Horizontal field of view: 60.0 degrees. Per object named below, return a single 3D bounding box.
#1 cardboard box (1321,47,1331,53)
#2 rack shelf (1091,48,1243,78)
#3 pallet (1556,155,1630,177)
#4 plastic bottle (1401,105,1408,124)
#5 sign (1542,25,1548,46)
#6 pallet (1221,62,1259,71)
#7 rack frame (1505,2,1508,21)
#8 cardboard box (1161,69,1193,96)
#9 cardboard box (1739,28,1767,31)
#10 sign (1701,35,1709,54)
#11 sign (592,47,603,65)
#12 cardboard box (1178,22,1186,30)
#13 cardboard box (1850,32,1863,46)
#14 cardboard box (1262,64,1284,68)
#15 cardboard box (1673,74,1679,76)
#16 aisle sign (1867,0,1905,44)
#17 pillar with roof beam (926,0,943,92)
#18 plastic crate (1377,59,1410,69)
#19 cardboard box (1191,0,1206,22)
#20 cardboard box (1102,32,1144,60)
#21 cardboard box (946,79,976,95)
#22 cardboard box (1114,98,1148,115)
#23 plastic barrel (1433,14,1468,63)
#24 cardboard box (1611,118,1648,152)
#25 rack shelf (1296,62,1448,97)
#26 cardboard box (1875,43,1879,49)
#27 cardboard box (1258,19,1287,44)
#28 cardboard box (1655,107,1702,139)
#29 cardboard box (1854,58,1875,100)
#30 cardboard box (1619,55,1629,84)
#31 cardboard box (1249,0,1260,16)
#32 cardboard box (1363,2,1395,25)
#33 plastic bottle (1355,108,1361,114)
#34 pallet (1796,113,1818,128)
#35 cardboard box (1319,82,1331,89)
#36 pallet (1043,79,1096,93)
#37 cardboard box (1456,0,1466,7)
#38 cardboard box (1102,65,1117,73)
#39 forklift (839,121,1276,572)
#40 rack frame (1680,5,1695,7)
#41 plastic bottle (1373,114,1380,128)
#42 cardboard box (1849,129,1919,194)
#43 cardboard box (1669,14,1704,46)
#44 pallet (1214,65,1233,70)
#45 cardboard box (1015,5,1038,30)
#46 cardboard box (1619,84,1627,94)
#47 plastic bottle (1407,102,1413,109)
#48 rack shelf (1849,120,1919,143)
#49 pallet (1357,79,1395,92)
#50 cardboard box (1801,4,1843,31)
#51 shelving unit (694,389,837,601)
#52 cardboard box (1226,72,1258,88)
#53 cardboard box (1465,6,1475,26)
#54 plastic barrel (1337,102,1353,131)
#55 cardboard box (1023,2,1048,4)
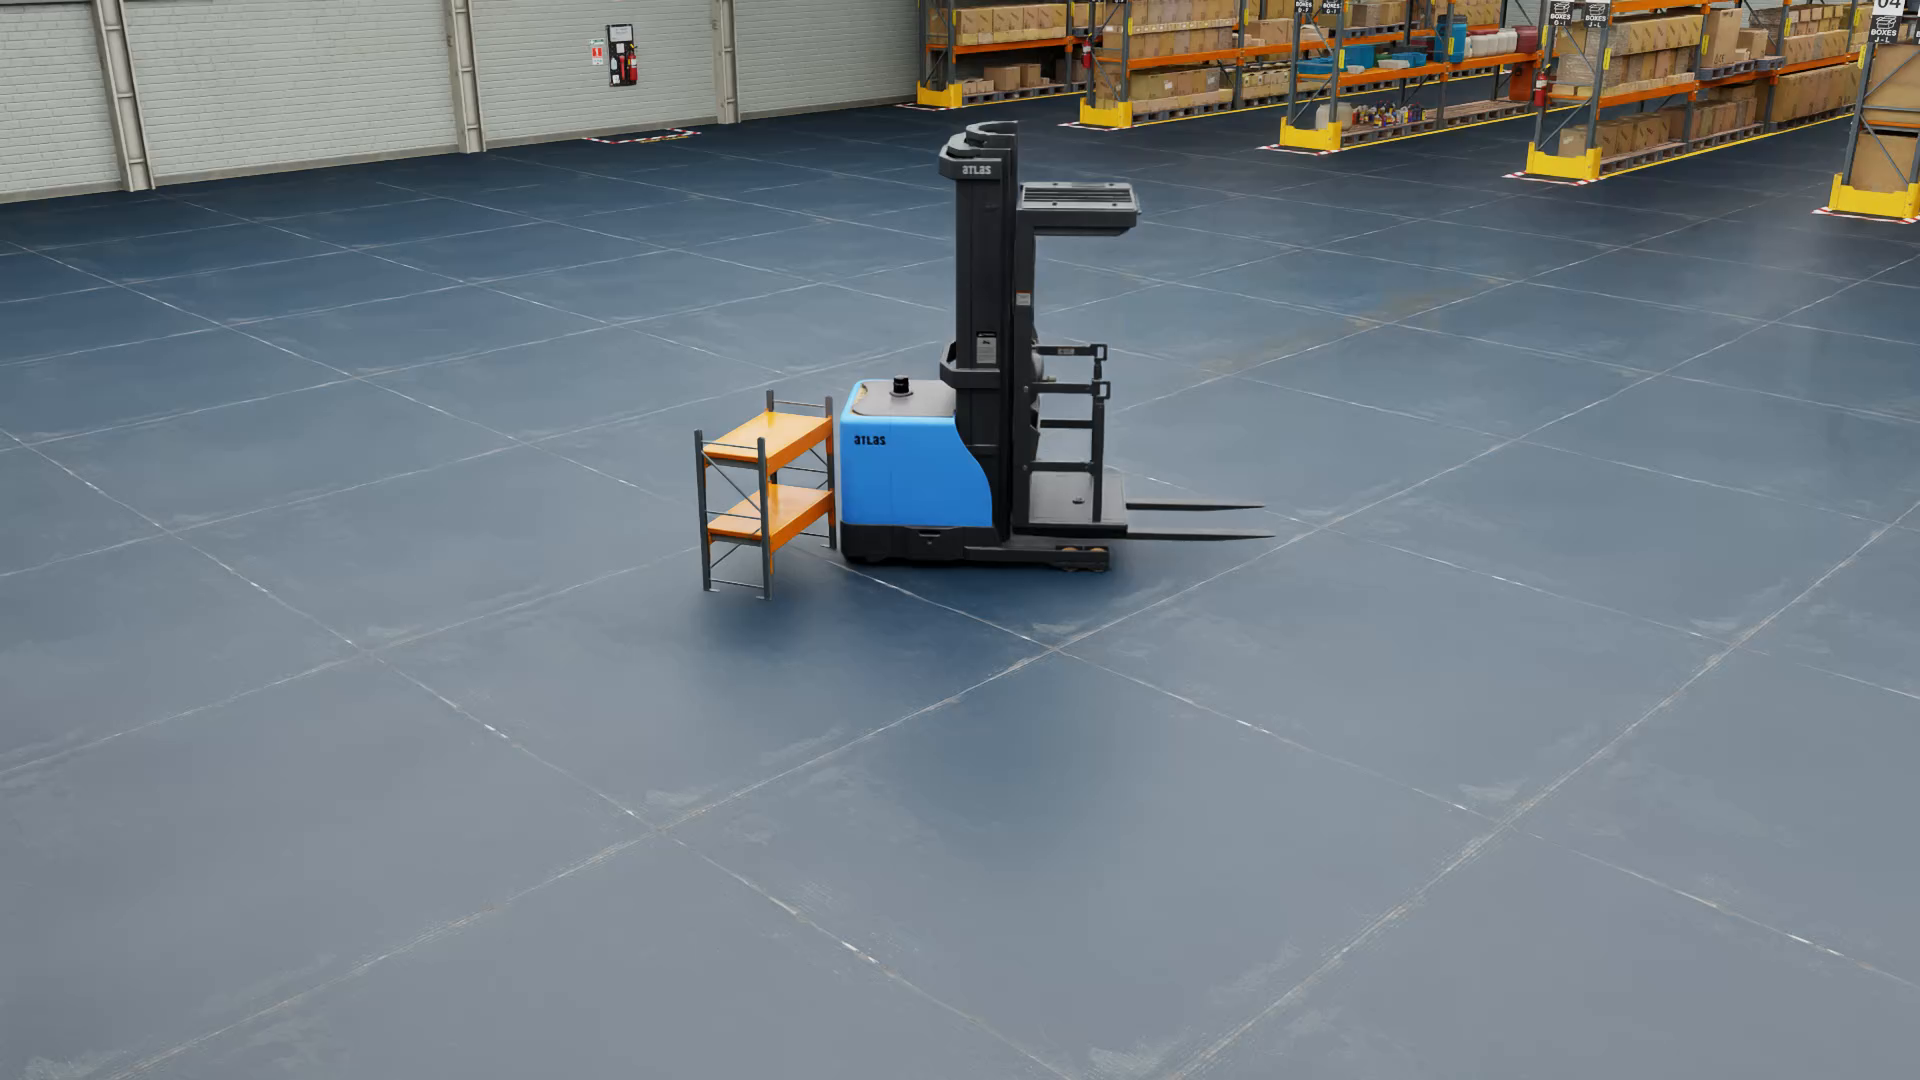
[{"bbox_3d":[10.226,-14.212,47.768,0.700,0.500,0.500,19,28,41],"label":"cardboard box"},{"bbox_3d":[4.428,-10.214,35.471,1.077,0.370,4.000,19,28,41],"label":"rack shelf"},{"bbox_3d":[10.773,-6.474,28.623,1.003,0.211,1.213,19,28,41],"label":"pallet"},{"bbox_3d":[8.767,-8.422,32.885,0.144,0.351,0.185,19,28,40],"label":"plastic bottle"},{"bbox_3d":[9.744,-8.388,27.662,0.100,0.325,0.005,19,28,41],"label":"sign"},{"bbox_3d":[7.368,-12.841,45.188,1.003,0.211,1.213,19,28,41],"label":"pallet"},{"bbox_3d":[14.194,-14.149,44.705,1.000,3.000,0.127,19,28,41],"label":"rack frame"},{"bbox_3d":[4.614,-9.766,35.503,0.500,0.500,0.500,19,28,41],"label":"cardboard box"},{"bbox_3d":[15.361,-9.706,32.421,0.500,0.500,0.500,15,26,34],"label":"cardboard box"},{"bbox_3d":[13.312,-8.854,29.723,0.100,0.325,0.005,19,28,41],"label":"sign"},{"bbox_3d":[-7.047,-9.404,32.309,0.001,0.329,0.234,19,28,41],"label":"sign"},{"bbox_3d":[4.534,-10.827,35.020,0.380,0.149,0.250,20,28,41],"label":"cardboard box"},{"bbox_3d":[19.014,-10.764,35.694,0.500,0.250,0.500,19,28,40],"label":"cardboard box"},{"bbox_3d":[7.320,-10.938,38.817,0.500,0.311,0.500,18,28,39],"label":"cardboard box"},{"bbox_3d":[12.580,-8.227,29.647,0.380,0.149,0.250,19,28,41],"label":"cardboard box"},{"bbox_3d":[13.347,-7.559,23.935,0.394,0.787,0.004,19,28,41],"label":"aisle sign"},{"bbox_3d":[2.434,-13.394,34.379,9.100,9.000,0.400,19,28,41],"label":"pillar with roof beam"},{"bbox_3d":[8.418,-9.220,32.248,0.530,0.136,0.437,19,28,41],"label":"plastic crate"},{"bbox_3d":[4.817,-11.342,35.455,0.700,0.500,0.500,19,28,41],"label":"cardboard box"},{"bbox_3d":[3.367,-10.199,34.290,0.700,0.500,0.500,19,28,41],"label":"cardboard box"},{"bbox_3d":[0.028,-10.380,38.035,0.500,0.311,0.500,15,26,35],"label":"cardboard box"},{"bbox_3d":[3.566,-9.031,34.636,0.500,0.250,0.500,19,28,41],"label":"cardboard box"},{"bbox_3d":[9.856,-10.081,33.423,0.600,0.901,0.708,19,28,41],"label":"plastic barrel"},{"bbox_3d":[11.839,-7.192,29.504,0.500,0.500,0.500,16,26,36],"label":"cardboard box"},{"bbox_3d":[7.974,-8.974,32.243,1.077,0.370,4.000,19,28,41],"label":"rack shelf"},{"bbox_3d":[20.030,-10.917,36.647,0.380,0.149,0.250,18,28,39],"label":"cardboard box"},{"bbox_3d":[7.087,-11.568,37.852,0.500,0.500,0.500,19,28,41],"label":"cardboard box"},{"bbox_3d":[13.362,-7.775,30.993,0.700,0.500,0.500,17,27,37],"label":"cardboard box"},{"bbox_3d":[19.645,-10.226,36.874,0.875,0.875,0.875,19,28,41],"label":"cardboard box"},{"bbox_3d":[10.794,-8.034,28.242,0.875,0.500,0.500,19,28,41],"label":"cardboard box"},{"bbox_3d":[7.711,-14.373,44.705,0.500,0.500,0.500,19,28,40],"label":"cardboard box"},{"bbox_3d":[10.216,-12.894,40.715,0.700,0.500,0.500,12,24,27],"label":"cardboard box"},{"bbox_3d":[7.838,-8.405,32.943,0.152,0.276,0.135,18,28,39],"label":"plastic bottle"},{"bbox_3d":[17.164,-8.806,34.692,1.003,0.211,1.213,19,28,41],"label":"pallet"},{"bbox_3d":[8.421,-10.809,39.262,0.500,0.250,0.500,-19,28,-41],"label":"cardboard box"},{"bbox_3d":[2.813,-11.202,40.925,1.003,0.211,1.213,19,28,41],"label":"pallet"},{"bbox_3d":[12.653,-13.949,42.653,0.500,0.500,0.500,18,28,39],"label":"cardboard box"},{"bbox_3d":[3.482,-11.801,41.469,0.700,0.500,0.500,20,28,41],"label":"cardboard box"},{"bbox_3d":[0.703,-1.342,11.481,3.031,2.935,1.130,1,21,3],"label":"forklift"},{"bbox_3d":[17.741,-12.908,41.477,1.000,3.000,0.127,19,28,41],"label":"rack frame"},{"bbox_3d":[8.067,-8.115,32.197,0.097,0.271,0.097,0,21,0],"label":"plastic bottle"},{"bbox_3d":[14.037,-5.683,25.056,0.875,0.875,0.875,19,28,41],"label":"cardboard box"},{"bbox_3d":[12.801,-9.052,29.496,0.500,0.500,0.500,19,28,41],"label":"cardboard box"},{"bbox_3d":[6.517,-12.526,44.368,1.003,0.211,1.213,19,28,41],"label":"pallet"},{"bbox_3d":[1.460,-12.137,38.607,0.500,0.500,0.500,18,28,39],"label":"cardboard box"},{"bbox_3d":[11.030,-7.641,28.125,0.380,0.149,0.250,19,28,41],"label":"cardboard box"},{"bbox_3d":[9.023,-8.591,33.323,0.144,0.351,0.185,19,28,41],"label":"plastic bottle"},{"bbox_3d":[15.006,-6.467,25.721,1.077,0.370,4.000,19,28,41],"label":"rack shelf"},{"bbox_3d":[10.012,-11.285,41.142,1.003,0.211,1.213,19,28,41],"label":"pallet"},{"bbox_3d":[18.059,-10.989,34.946,0.797,0.503,0.637,18,28,39],"label":"cardboard box"},{"bbox_3d":[-1.305,-0.330,11.366,0.538,1.125,1.048,8,22,20],"label":"shelving unit"},{"bbox_3d":[6.290,-10.282,37.111,0.500,0.311,0.500,19,28,41],"label":"cardboard box"},{"bbox_3d":[13.014,-13.622,43.194,0.500,0.500,0.500,19,28,40],"label":"cardboard box"},{"bbox_3d":[7.333,-8.147,31.973,0.421,0.512,0.421,0,21,0],"label":"plastic barrel"},{"bbox_3d":[1.794,-12.524,39.613,0.500,0.500,0.500,18,28,39],"label":"cardboard box"}]
